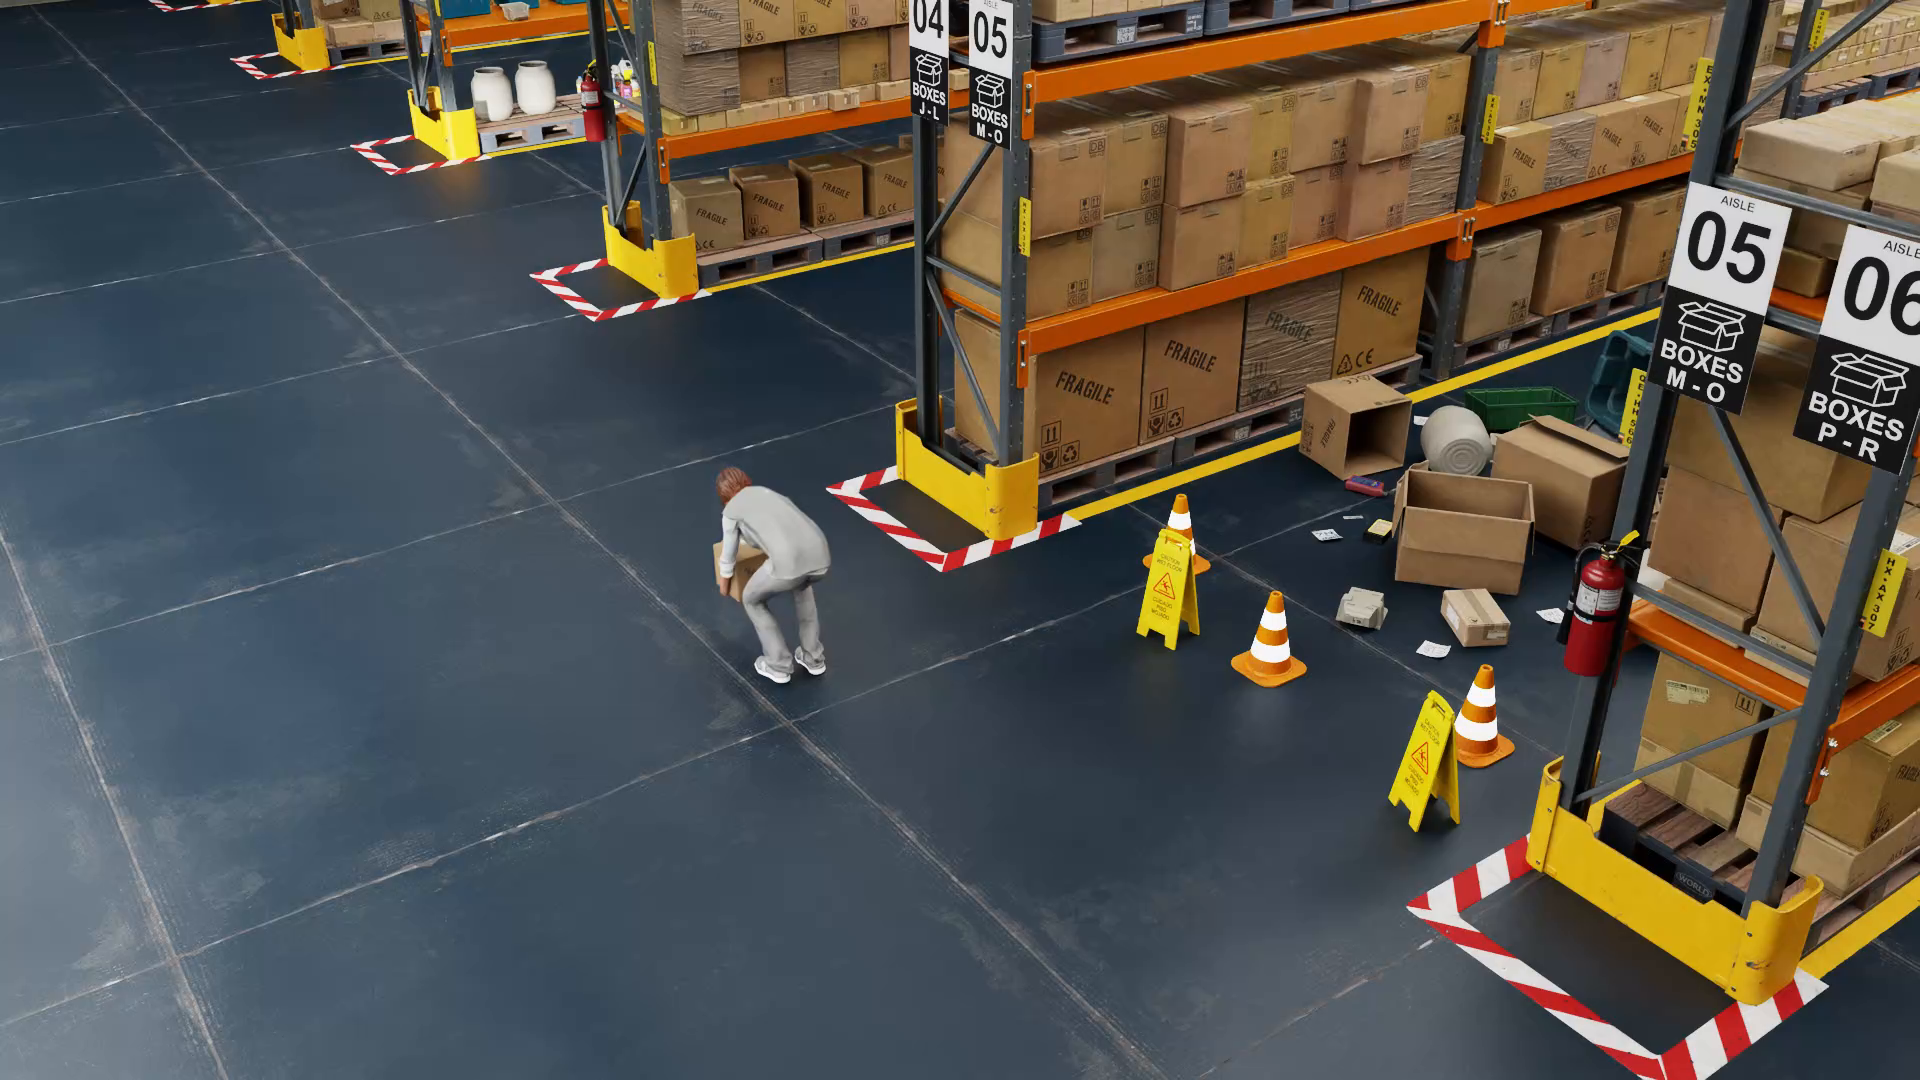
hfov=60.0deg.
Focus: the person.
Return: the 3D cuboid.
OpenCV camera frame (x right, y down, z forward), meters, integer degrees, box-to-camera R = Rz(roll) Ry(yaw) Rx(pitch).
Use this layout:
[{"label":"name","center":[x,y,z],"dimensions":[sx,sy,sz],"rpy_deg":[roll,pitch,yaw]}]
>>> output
[{"label":"person","center":[-1.006,0.197,8.858],"dimensions":[0.408,1.040,0.855],"rpy_deg":[-21,35,-33]}]
